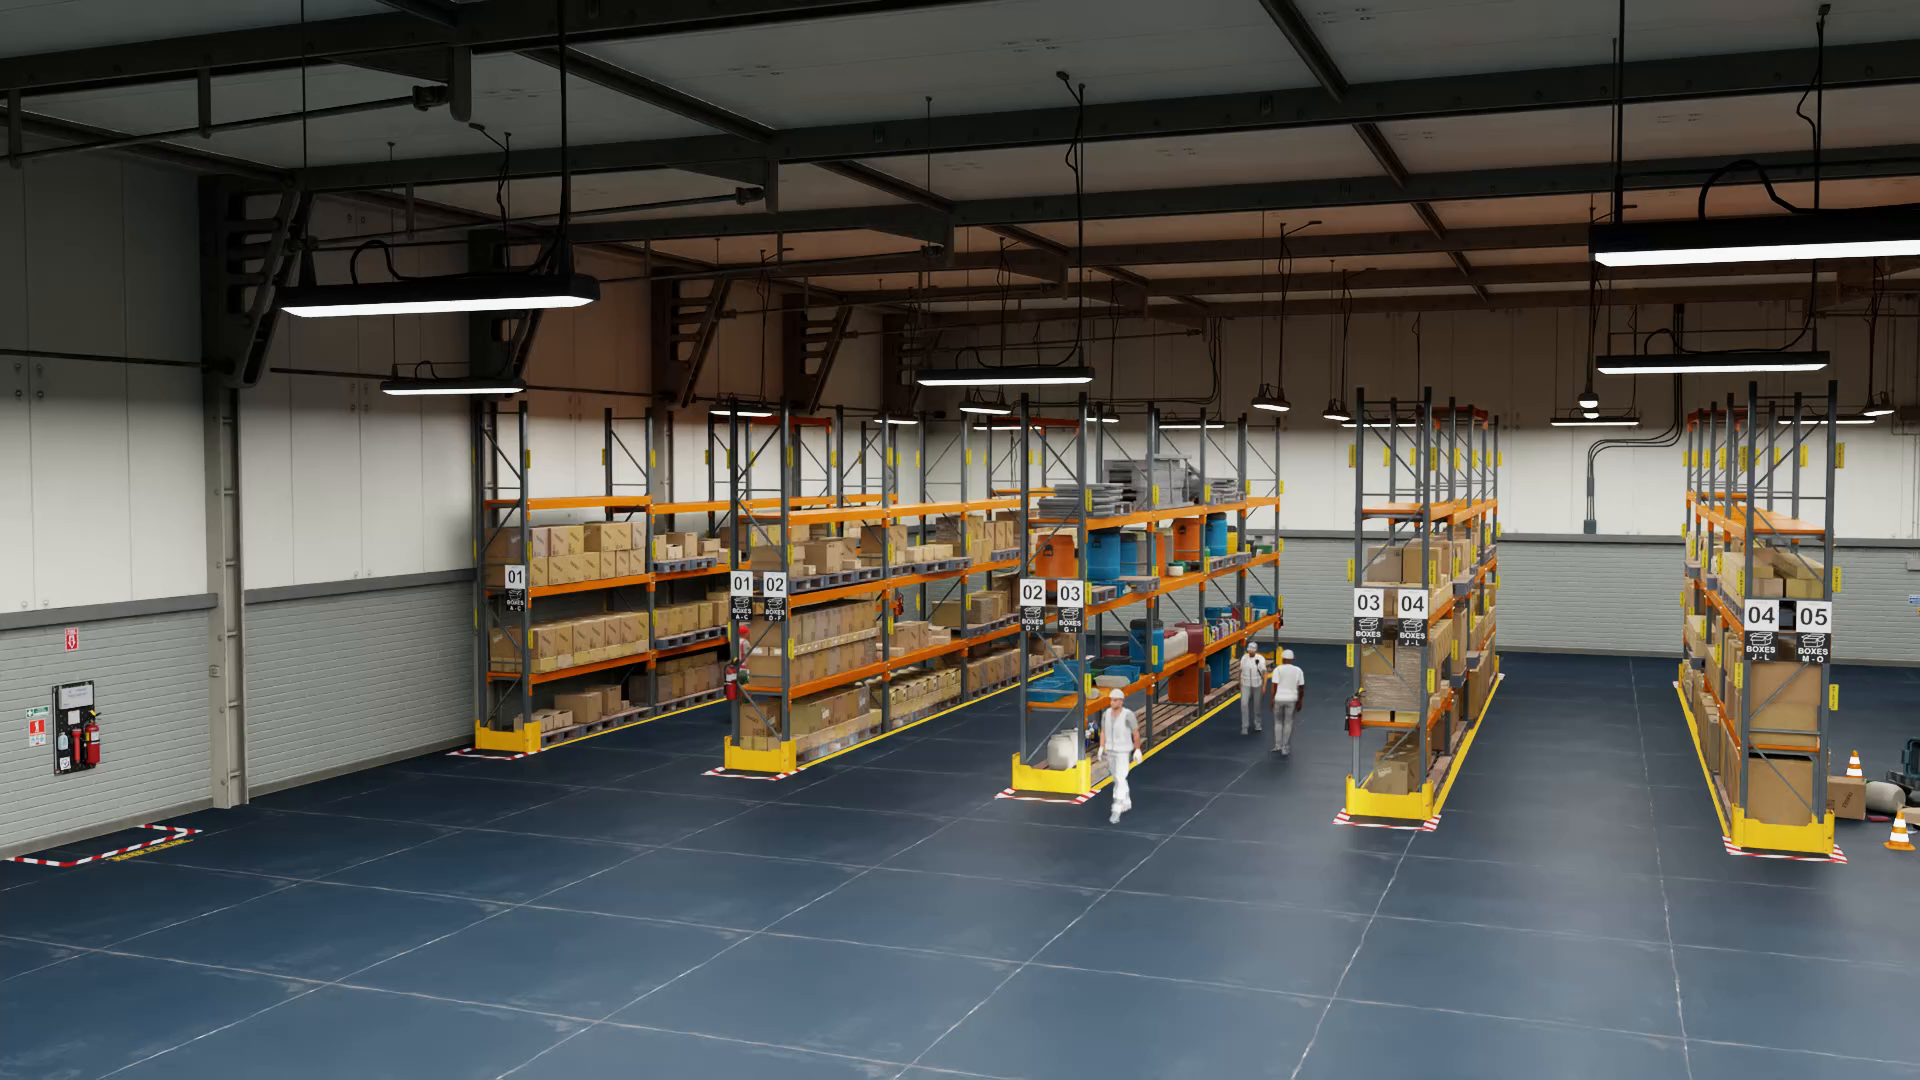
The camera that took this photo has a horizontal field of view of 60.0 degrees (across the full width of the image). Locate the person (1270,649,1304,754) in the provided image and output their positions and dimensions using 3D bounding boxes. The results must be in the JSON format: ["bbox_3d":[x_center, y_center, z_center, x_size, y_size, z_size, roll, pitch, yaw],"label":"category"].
[{"bbox_3d":[5.558,2.770,28.262,0.562,1.809,0.602,1,3,13],"label":"person"}]

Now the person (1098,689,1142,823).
[{"bbox_3d":[2.204,2.989,23.289,0.577,1.804,0.805,3,4,42],"label":"person"}]

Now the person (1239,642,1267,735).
[{"bbox_3d":[5.361,2.700,30.447,0.527,1.679,0.662,1,3,18],"label":"person"}]

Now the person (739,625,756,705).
[{"bbox_3d":[-4.189,2.534,32.129,0.567,1.773,0.495,2,3,34],"label":"person"}]
